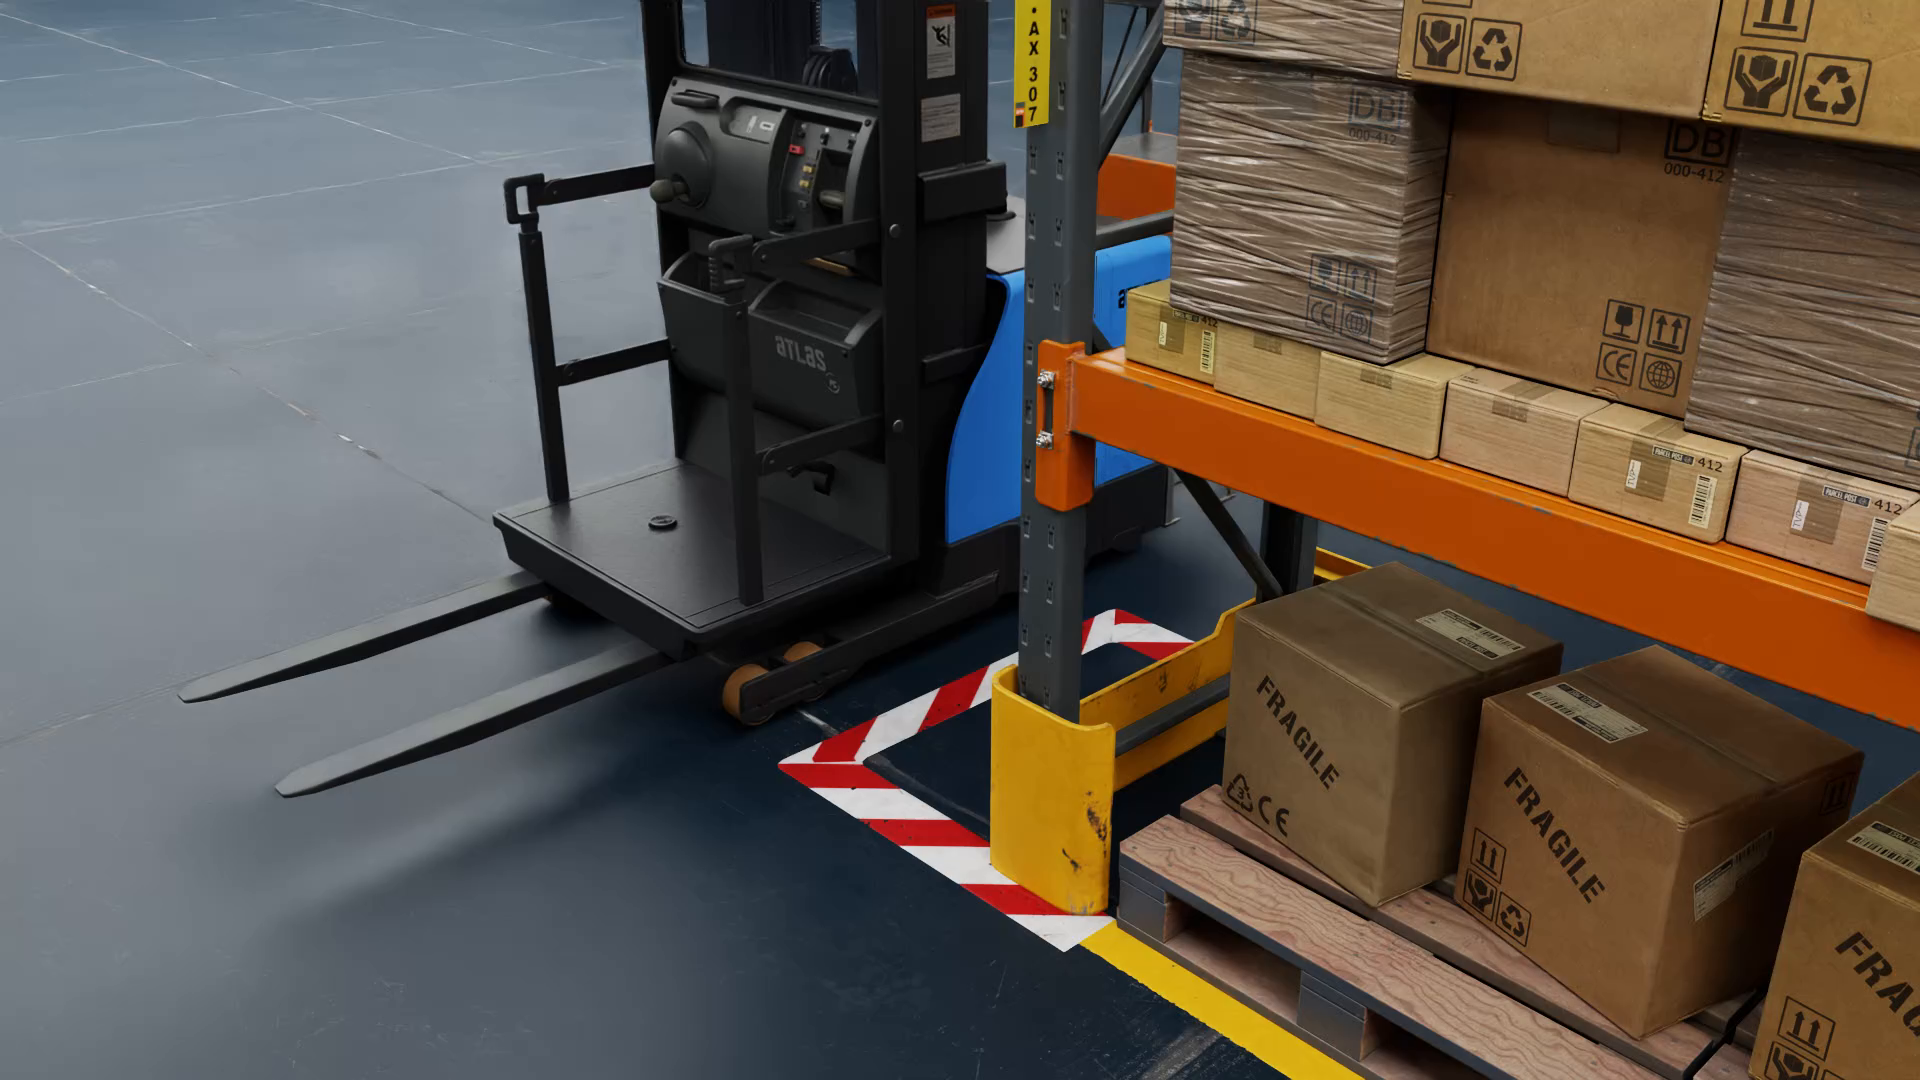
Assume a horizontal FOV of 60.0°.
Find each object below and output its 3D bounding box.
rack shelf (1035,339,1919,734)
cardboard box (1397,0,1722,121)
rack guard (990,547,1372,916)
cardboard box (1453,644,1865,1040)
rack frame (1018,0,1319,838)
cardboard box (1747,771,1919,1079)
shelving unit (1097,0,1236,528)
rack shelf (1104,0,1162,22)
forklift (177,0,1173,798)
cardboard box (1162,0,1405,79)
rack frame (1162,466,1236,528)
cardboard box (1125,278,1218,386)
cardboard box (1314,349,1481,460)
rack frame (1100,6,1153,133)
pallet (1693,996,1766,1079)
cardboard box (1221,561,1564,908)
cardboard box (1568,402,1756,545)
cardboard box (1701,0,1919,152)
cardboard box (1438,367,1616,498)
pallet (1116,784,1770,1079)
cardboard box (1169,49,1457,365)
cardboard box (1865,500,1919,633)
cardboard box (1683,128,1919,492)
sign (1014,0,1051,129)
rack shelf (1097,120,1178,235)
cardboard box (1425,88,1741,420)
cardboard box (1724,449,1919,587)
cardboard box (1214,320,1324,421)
[{"bbox_3d":[1.905,0.208,2.546,1.077,0.370,4.000,-21,32,-38],"label":"rack shelf"},{"bbox_3d":[1.052,-0.963,2.563,0.500,0.500,0.500,-21,32,-38],"label":"cardboard box"},{"bbox_3d":[0.590,0.436,4.193,1.175,0.500,0.348,-21,32,-38],"label":"rack guard"},{"bbox_3d":[1.387,0.587,3.355,0.500,0.500,0.500,-12,27,-25],"label":"cardboard box"},{"bbox_3d":[0.538,-0.725,3.725,1.000,3.000,0.127,-21,32,-38],"label":"rack frame"},{"bbox_3d":[1.801,0.782,2.928,0.500,0.500,0.500,-18,30,-34],"label":"cardboard box"},{"bbox_3d":[0.692,-1.130,5.697,0.431,2.100,0.503,-21,32,-39],"label":"shelving unit"},{"bbox_3d":[0.692,-1.755,5.412,0.431,0.518,0.480,-21,32,-39],"label":"rack shelf"},{"bbox_3d":[-0.714,-1.062,4.546,3.031,2.935,1.130,-21,32,-39],"label":"forklift"},{"bbox_3d":[0.715,-1.117,2.900,0.500,0.500,0.500,-21,32,-38],"label":"cardboard box"},{"bbox_3d":[0.860,-1.057,5.536,0.400,2.100,0.015,-21,32,-39],"label":"rack frame"},{"bbox_3d":[0.559,-0.456,3.439,0.380,0.149,0.250,-21,32,-38],"label":"cardboard box"},{"bbox_3d":[0.876,-0.295,3.086,0.380,0.149,0.250,-21,32,-38],"label":"cardboard box"},{"bbox_3d":[0.524,-1.204,5.858,0.400,2.100,0.015,-21,32,-39],"label":"rack frame"},{"bbox_3d":[1.950,1.193,2.881,1.003,0.211,1.213,-21,32,-38],"label":"pallet"},{"bbox_3d":[0.953,0.415,3.731,0.500,0.500,0.500,-15,28,-29],"label":"cardboard box"},{"bbox_3d":[1.228,-0.148,2.762,0.380,0.149,0.250,-21,32,-38],"label":"cardboard box"},{"bbox_3d":[1.395,-0.812,2.232,0.500,0.500,0.500,-21,32,-38],"label":"cardboard box"},{"bbox_3d":[1.062,-0.225,2.933,0.380,0.149,0.250,-21,32,-38],"label":"cardboard box"},{"bbox_3d":[1.120,0.823,3.691,1.003,0.211,1.213,-21,32,-38],"label":"pallet"},{"bbox_3d":[0.894,-0.731,3.260,0.875,0.500,0.500,-21,32,-38],"label":"cardboard box"},{"bbox_3d":[1.514,0.026,2.383,0.380,0.149,0.250,-21,32,-38],"label":"cardboard box"},{"bbox_3d":[1.634,-0.450,2.643,0.875,0.500,0.500,-21,32,-38],"label":"cardboard box"},{"bbox_3d":[0.143,-0.965,3.207,0.100,0.325,0.005,-21,32,-38],"label":"sign"},{"bbox_3d":[0.692,-1.118,5.703,0.431,0.518,0.480,-21,32,-39],"label":"rack shelf"},{"bbox_3d":[1.324,-0.614,3.002,0.875,0.500,0.500,-21,32,-38],"label":"cardboard box"},{"bbox_3d":[1.418,-0.080,2.613,0.380,0.149,0.250,-21,32,-38],"label":"cardboard box"},{"bbox_3d":[0.716,-0.375,3.261,0.380,0.149,0.250,-21,32,-38],"label":"cardboard box"}]
